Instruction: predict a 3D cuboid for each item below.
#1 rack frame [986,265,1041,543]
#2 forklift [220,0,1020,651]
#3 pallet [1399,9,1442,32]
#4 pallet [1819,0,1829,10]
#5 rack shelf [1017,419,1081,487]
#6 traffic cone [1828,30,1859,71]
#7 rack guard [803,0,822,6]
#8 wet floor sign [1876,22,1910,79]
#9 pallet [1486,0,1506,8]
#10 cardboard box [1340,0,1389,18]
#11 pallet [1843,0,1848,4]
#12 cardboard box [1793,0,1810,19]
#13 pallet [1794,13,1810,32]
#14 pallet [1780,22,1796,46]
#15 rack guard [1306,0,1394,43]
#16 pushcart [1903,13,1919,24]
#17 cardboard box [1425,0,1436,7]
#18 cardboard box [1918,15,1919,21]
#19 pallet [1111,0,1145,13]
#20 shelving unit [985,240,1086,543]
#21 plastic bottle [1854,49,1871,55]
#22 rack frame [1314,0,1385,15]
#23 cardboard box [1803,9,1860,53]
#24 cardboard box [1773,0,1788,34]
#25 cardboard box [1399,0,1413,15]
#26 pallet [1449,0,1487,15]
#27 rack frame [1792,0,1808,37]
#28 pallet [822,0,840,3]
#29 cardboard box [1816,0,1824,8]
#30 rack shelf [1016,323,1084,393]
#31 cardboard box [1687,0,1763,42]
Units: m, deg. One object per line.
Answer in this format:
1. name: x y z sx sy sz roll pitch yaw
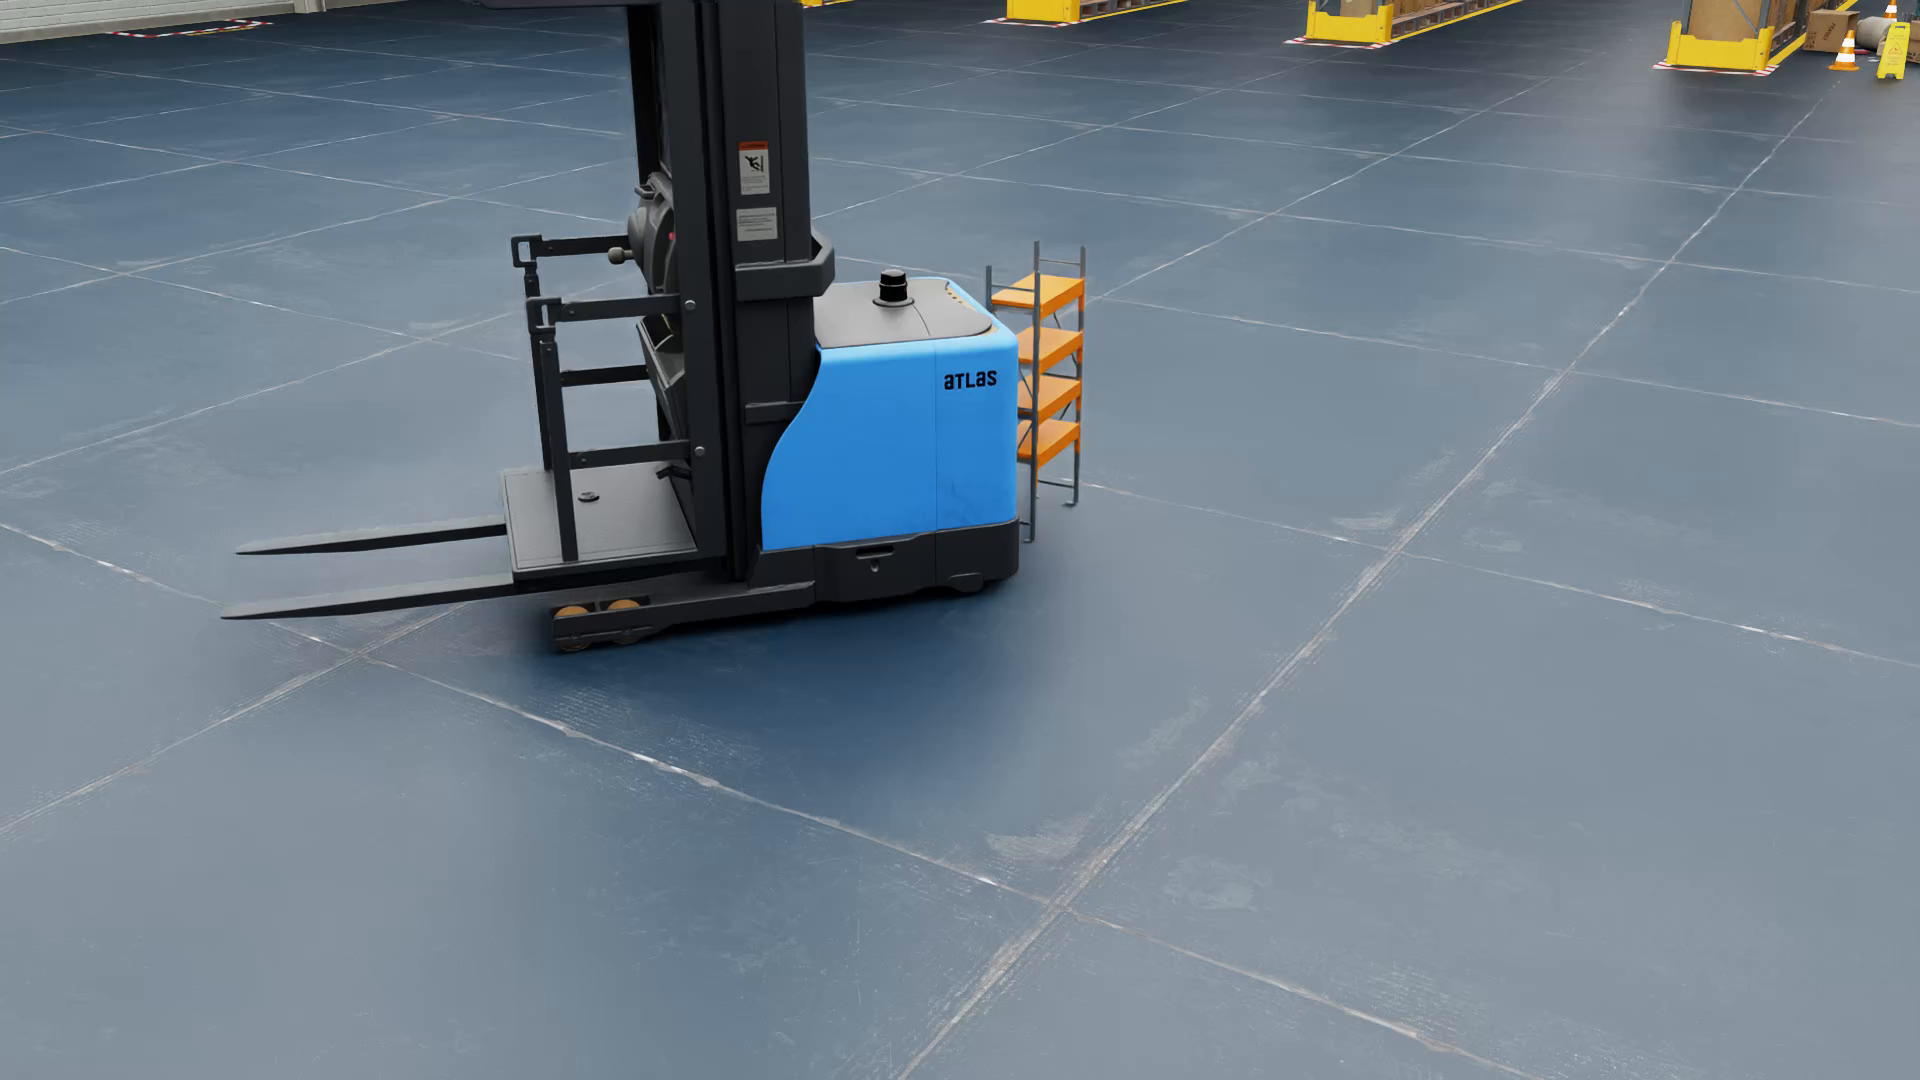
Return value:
1. rack frame: 0.217 -0.559 7.031 0.240 1.200 0.015 11 26 24
2. forklift: -1.335 -1.160 6.239 3.031 2.935 1.130 -7 24 -15
3. pallet: 6.656 -7.944 25.334 1.003 0.211 1.213 14 27 29
4. pallet: 13.414 -8.617 26.890 1.003 0.211 1.213 14 27 29
5. rack shelf: 0.325 -0.402 7.337 0.258 0.148 0.480 11 26 24
6. traffic cone: 11.160 -6.165 20.908 0.336 0.463 0.334 14 27 29
7. rack guard: -2.913 -9.443 28.433 1.175 0.500 0.348 14 27 29
8. wet floor sign: 11.341 -5.942 20.164 0.267 0.644 0.232 9 25 20
9. pallet: 8.675 -9.268 28.392 1.003 0.211 1.213 14 27 29
10. cardboard box: 5.857 -7.774 24.049 0.500 0.500 0.500 20 30 38
11. pallet: 14.951 -9.541 29.024 1.003 0.211 1.213 14 27 29
12. cardboard box: 12.035 -8.186 24.687 1.050 0.750 0.750 14 27 29
13. pallet: 12.127 -7.794 24.988 1.003 0.211 1.213 14 27 29
14. pallet: 11.316 -7.277 23.795 1.003 0.211 1.213 14 27 29
15. rack guard: 5.553 -7.399 23.713 1.175 0.500 0.348 14 27 29
16. pushcart: 14.079 -7.052 23.064 1.648 0.377 0.936 5 24 11
17. cardboard box: 7.082 -8.595 25.946 0.500 0.500 0.500 -18 29 -36
18. cardboard box: 13.194 -6.801 22.157 0.797 0.637 0.503 14 27 29
19. pallet: 2.383 -8.998 27.769 1.003 0.211 1.213 14 27 29
20. shelving unit: 0.325 -0.646 7.232 0.258 1.200 0.503 11 26 24
21. plastic bottle: 12.043 -6.543 22.287 0.283 0.061 0.133 5 24 11
22. rack frame: 5.513 -8.521 23.157 1.000 3.000 0.127 14 27 29
23. cardboard box: 11.837 -6.912 22.585 0.500 0.500 0.500 20 30 38
24. cardboard box: 10.920 -7.512 22.973 0.875 0.875 0.875 14 27 29
25. cardboard box: 6.489 -8.190 25.011 0.500 0.500 0.500 17 29 34
26. pallet: 8.033 -8.854 27.437 1.003 0.211 1.213 14 27 29
27. rack frame: 11.784 -8.797 23.796 1.000 3.000 0.127 14 27 29
28. pallet: -2.533 -9.585 29.126 1.003 0.211 1.213 14 27 29
29. cardboard box: 13.038 -8.825 26.163 1.050 0.750 0.750 14 27 30
30. rack shelf: 0.325 -0.789 7.169 0.258 0.148 0.480 11 26 24
31. cardboard box: 9.975 -6.908 21.577 0.875 0.875 0.875 14 27 29
